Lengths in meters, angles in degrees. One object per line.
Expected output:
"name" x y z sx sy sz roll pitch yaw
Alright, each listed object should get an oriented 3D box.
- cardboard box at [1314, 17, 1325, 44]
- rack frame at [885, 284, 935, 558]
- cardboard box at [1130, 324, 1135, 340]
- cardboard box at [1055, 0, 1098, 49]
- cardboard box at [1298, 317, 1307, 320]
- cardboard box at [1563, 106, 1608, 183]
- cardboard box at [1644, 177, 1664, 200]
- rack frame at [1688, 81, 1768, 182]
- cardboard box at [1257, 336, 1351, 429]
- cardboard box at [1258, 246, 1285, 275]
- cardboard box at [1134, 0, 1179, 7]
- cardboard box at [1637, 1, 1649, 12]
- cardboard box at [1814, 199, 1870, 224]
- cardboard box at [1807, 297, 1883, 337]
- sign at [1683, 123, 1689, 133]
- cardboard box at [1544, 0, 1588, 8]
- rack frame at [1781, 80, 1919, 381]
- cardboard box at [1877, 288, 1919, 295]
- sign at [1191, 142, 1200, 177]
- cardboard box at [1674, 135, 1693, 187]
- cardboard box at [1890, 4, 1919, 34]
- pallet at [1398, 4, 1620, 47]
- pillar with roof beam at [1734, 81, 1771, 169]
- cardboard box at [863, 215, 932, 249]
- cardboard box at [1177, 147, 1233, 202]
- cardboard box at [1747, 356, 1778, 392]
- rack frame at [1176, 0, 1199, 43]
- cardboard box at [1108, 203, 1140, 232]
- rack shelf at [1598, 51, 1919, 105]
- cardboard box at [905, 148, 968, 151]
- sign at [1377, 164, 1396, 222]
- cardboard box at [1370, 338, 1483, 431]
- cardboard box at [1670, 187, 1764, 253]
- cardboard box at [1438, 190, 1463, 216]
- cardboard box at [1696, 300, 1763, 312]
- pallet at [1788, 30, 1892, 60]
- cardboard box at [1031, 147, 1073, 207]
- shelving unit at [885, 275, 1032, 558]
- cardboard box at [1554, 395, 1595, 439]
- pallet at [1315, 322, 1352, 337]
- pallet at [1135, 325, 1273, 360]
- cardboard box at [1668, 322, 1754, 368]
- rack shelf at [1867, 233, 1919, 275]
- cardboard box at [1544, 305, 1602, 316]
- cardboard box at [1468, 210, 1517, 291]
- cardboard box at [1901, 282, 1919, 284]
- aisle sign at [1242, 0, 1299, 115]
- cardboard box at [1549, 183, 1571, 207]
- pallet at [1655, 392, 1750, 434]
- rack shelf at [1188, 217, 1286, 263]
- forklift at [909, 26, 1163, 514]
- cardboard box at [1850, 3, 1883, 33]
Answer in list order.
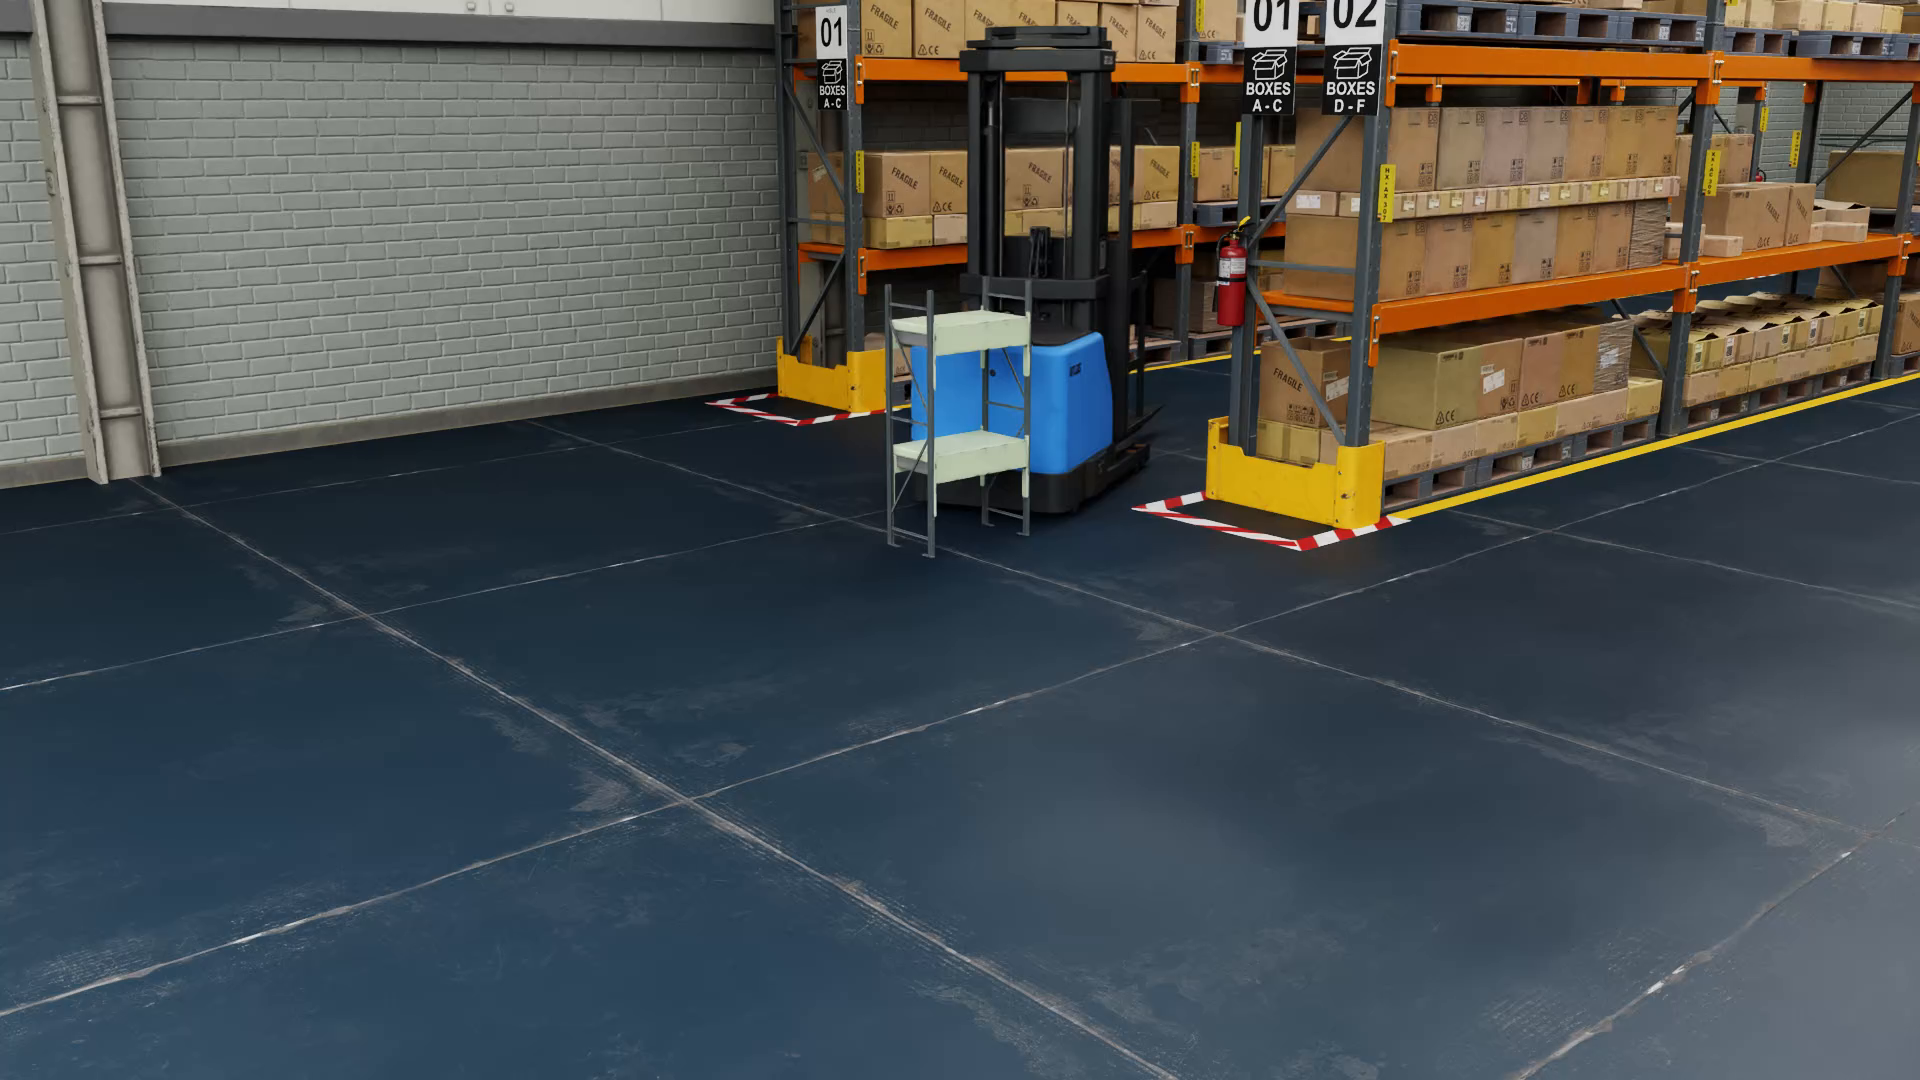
"cardboard box" 3.842 -5.278 17.646 0.637 0.503 0.797 -9 18 -32
"rack frame" -0.281 -0.661 9.320 0.023 1.500 0.400 -13 19 -39
"cardboard box" 1.479 -2.041 16.215 0.380 0.166 0.250 13 20 40
"cardboard box" 0.862 -4.482 14.674 0.500 0.500 0.500 -14 20 -41
"cardboard box" 3.551 -2.689 17.998 0.500 0.500 0.700 -13 20 -40
"cardboard box" 4.029 -2.758 11.554 0.500 0.500 0.700 -13 20 -39
"cardboard box" 4.866 -2.562 12.079 0.250 0.149 0.380 -13 20 -41
"rack frame" 10.916 -5.326 23.878 0.127 3.000 1.000 -13 19 -39
"cardboard box" 2.310 -1.038 10.883 0.500 0.500 0.500 -13 19 -39
"cardboard box" 3.128 -2.953 17.530 0.500 0.250 0.500 -13 20 -41
"cardboard box" 1.663 -5.146 15.220 0.500 0.500 0.500 14 20 42
"cardboard box" 8.620 -6.705 21.057 0.500 0.500 0.500 -13 20 -40
"cardboard box" 7.832 -2.911 15.009 0.500 0.311 0.500 -11 19 -36
"cardboard box" 7.902 -2.016 14.913 0.500 0.311 0.500 -12 19 -38
"sign" 10.556 -5.892 24.164 0.005 0.325 0.100 -13 19 -39
"cardboard box" 3.793 -3.845 11.234 0.637 0.503 0.797 -10 18 -33
"rack frame" 8.135 -3.007 15.196 0.127 3.000 1.000 -13 19 -39
"cardboard box" 9.058 -2.123 15.878 0.500 0.500 0.500 -14 20 -41
"sign" 2.225 -3.607 15.765 0.005 0.325 0.100 -13 19 -39
"cardboard box" 9.415 -5.130 22.562 0.700 0.700 0.980 -14 20 -42
"cardboard box" 8.442 -4.585 15.097 0.500 0.500 0.910 -13 19 -39
"pallet" 3.572 -3.381 10.954 1.213 0.211 1.003 -13 19 -39
"pillar with roof beam" 15.211 -8.012 22.309 0.400 9.000 9.100 -13 19 -39
"cardboard box" -0.578 -2.574 13.825 0.500 0.250 0.500 -13 20 -41
"cardboard box" 2.270 -3.634 16.495 0.500 0.500 0.700 -13 19 -39
"cardboard box" 6.360 -1.399 13.689 0.500 0.250 0.500 -13 20 -41
"rack frame" 1.863 -6.192 15.493 0.127 3.000 1.000 -13 19 -39
"cardboard box" 1.324 -3.009 15.453 0.500 0.250 0.500 -13 19 -39
"rack shelf" 6.627 -3.770 13.633 4.000 0.370 1.077 -13 19 -39
"cardboard box" -0.165 -3.208 14.747 0.500 0.500 0.500 -13 20 -41
"sign" 2.460 -2.000 9.592 0.005 0.325 0.100 -13 19 -39
"cardboard box" 3.027 -1.021 10.823 0.500 0.500 0.500 -13 19 -39
"cardboard box" 6.105 -2.594 13.456 0.500 0.500 0.500 -11 18 -35
"cardboard box" 2.924 -2.126 10.444 0.250 0.149 0.380 -13 19 -39
"cardboard box" 6.771 -1.945 14.645 0.500 0.311 0.500 -13 20 -41
"pallet" 6.841 -4.043 13.626 1.213 0.211 1.003 -12 19 -37
"cardboard box" 0.950 -3.284 15.030 0.500 0.500 0.500 -13 20 -41
"shelving unit" -0.005 -0.723 9.552 0.755 1.500 0.431 -13 19 -39
"cardboard box" 4.160 -0.913 11.869 0.500 0.250 0.500 -13 19 -39
"pallet" 4.290 -2.492 18.669 1.213 0.211 1.003 -13 19 -39
"pallet" 2.450 -2.078 17.122 1.213 0.211 1.003 -13 19 -39
"cardboard box" 5.974 -1.580 13.282 0.500 0.311 0.500 -13 20 -40
"rack shelf" 9.644 -2.999 16.557 4.000 0.370 1.077 -13 19 -39
"cardboard box" 4.563 -1.549 12.797 0.500 0.500 0.500 -13 19 -39
"cardboard box" 3.232 -1.950 11.043 0.500 0.500 0.700 -12 19 -39
"cardboard box" 9.469 -2.394 16.891 0.500 0.500 0.500 -14 20 -41
"aisle sign" 1.858 -2.954 9.959 0.004 0.787 0.394 -13 19 -39
"cardboard box" 3.896 -2.343 11.259 0.250 0.149 0.380 -12 19 -38
"pallet" 5.648 -1.115 13.515 1.213 0.211 1.003 -13 19 -39
"rack shelf" 3.372 -3.285 17.628 4.000 0.370 1.077 -13 19 -39
"forklift" 0.692 -1.912 11.229 1.130 2.935 3.031 6 16 21
"cardboard box" 7.447 -4.407 14.100 0.500 0.250 0.500 -12 19 -38
